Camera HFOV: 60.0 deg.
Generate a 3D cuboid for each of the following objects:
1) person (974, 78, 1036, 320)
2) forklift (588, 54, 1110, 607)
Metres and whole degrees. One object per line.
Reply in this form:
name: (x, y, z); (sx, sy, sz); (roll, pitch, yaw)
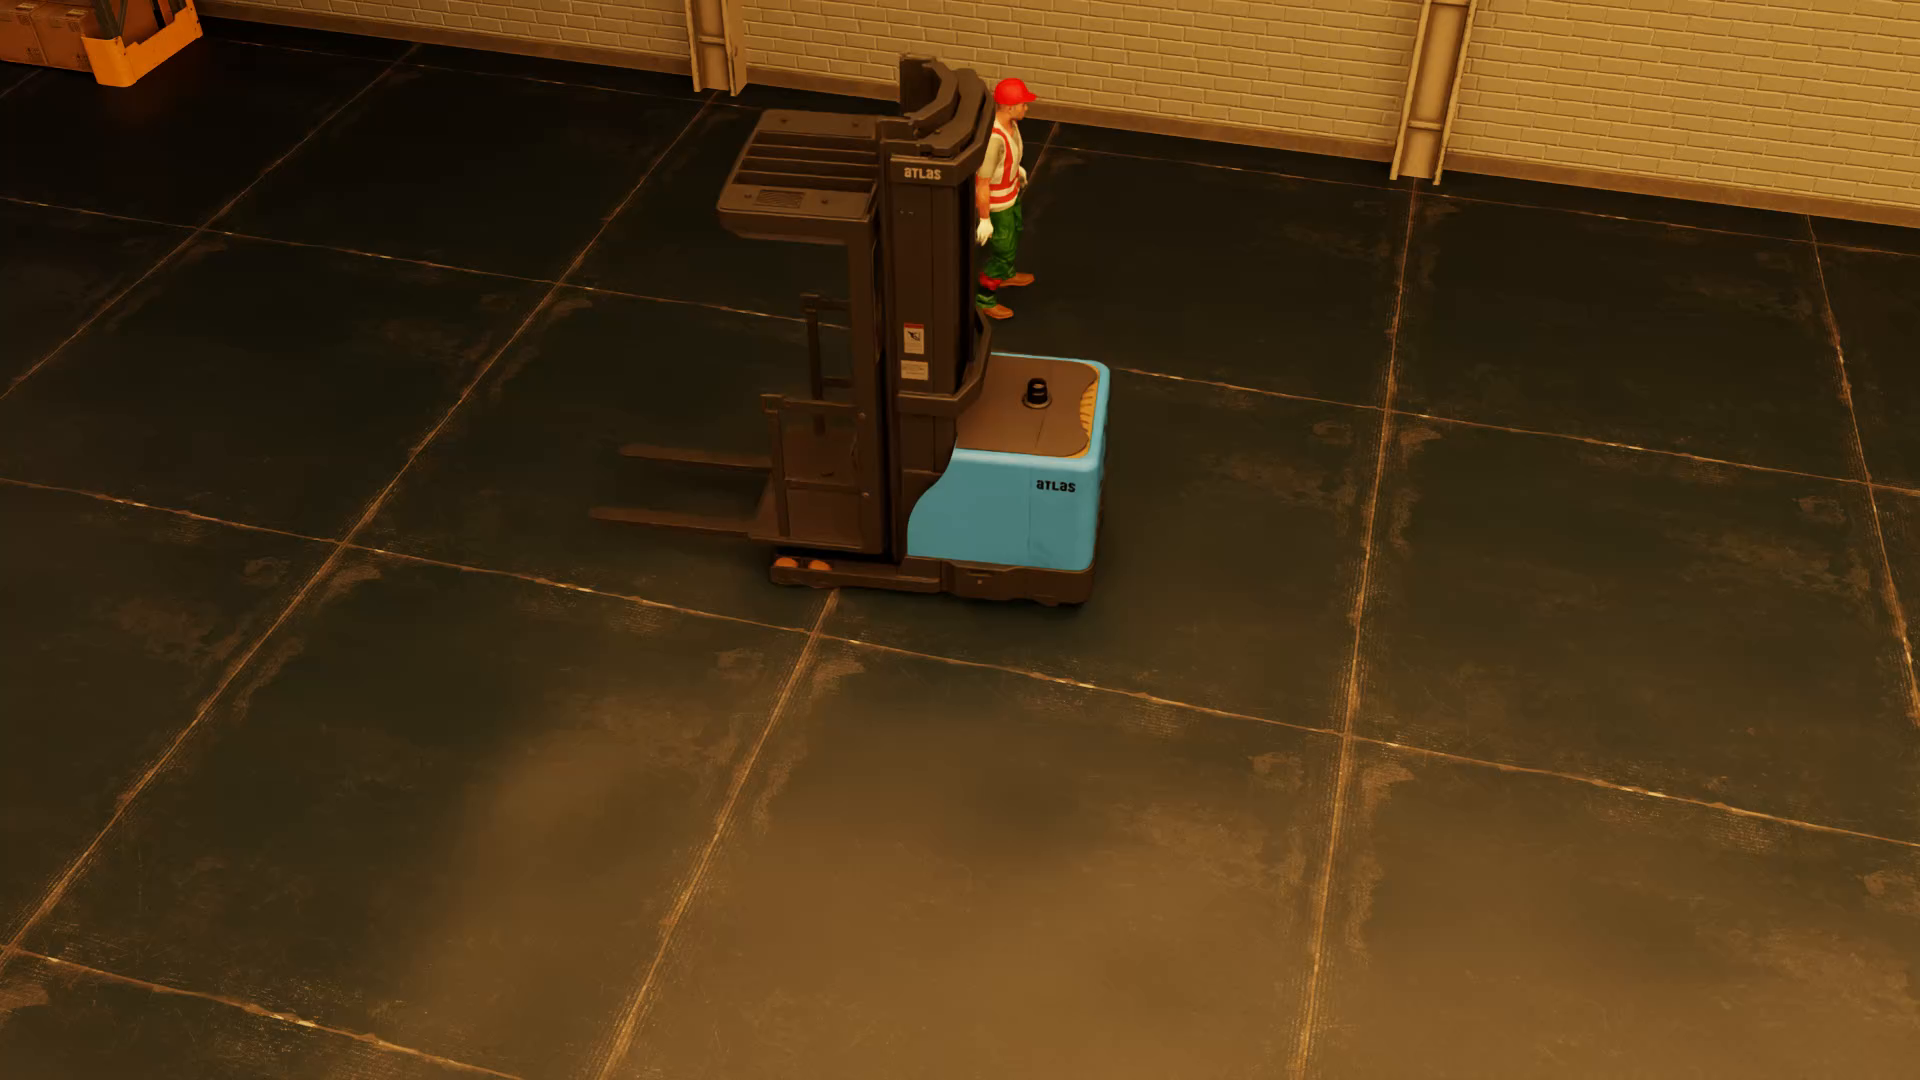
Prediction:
person: (0.296, -2.355, 11.440); (0.412, 1.757, 0.803); (7, 42, 8)
forklift: (-0.677, -1.157, 9.181); (3.031, 2.935, 1.130); (5, 42, 6)
